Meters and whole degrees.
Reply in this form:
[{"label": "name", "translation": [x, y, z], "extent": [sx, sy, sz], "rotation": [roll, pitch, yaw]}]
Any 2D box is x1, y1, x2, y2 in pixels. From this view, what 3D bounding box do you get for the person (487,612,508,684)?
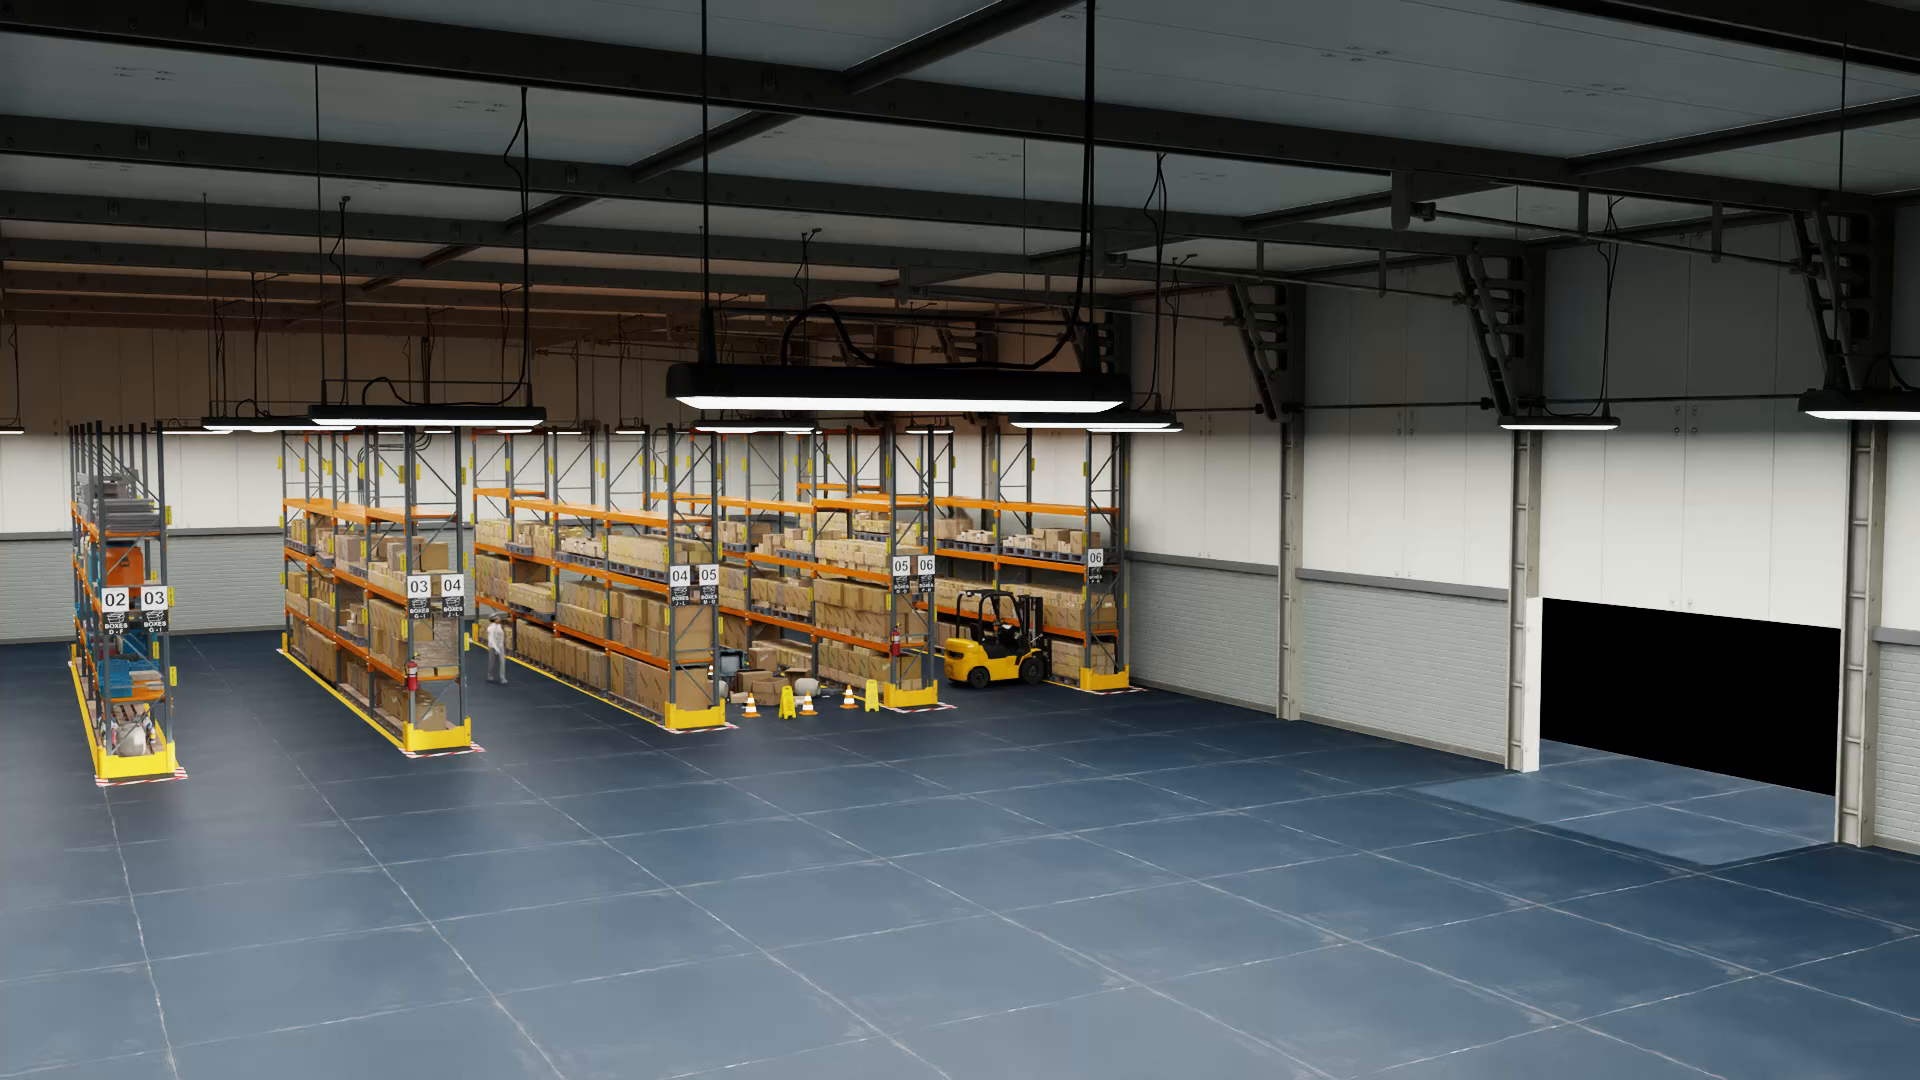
[{"label": "person", "translation": [-10.789, 2.501, 38.717], "extent": [0.424, 1.642, 0.960], "rotation": [-2, 4, -32]}]
